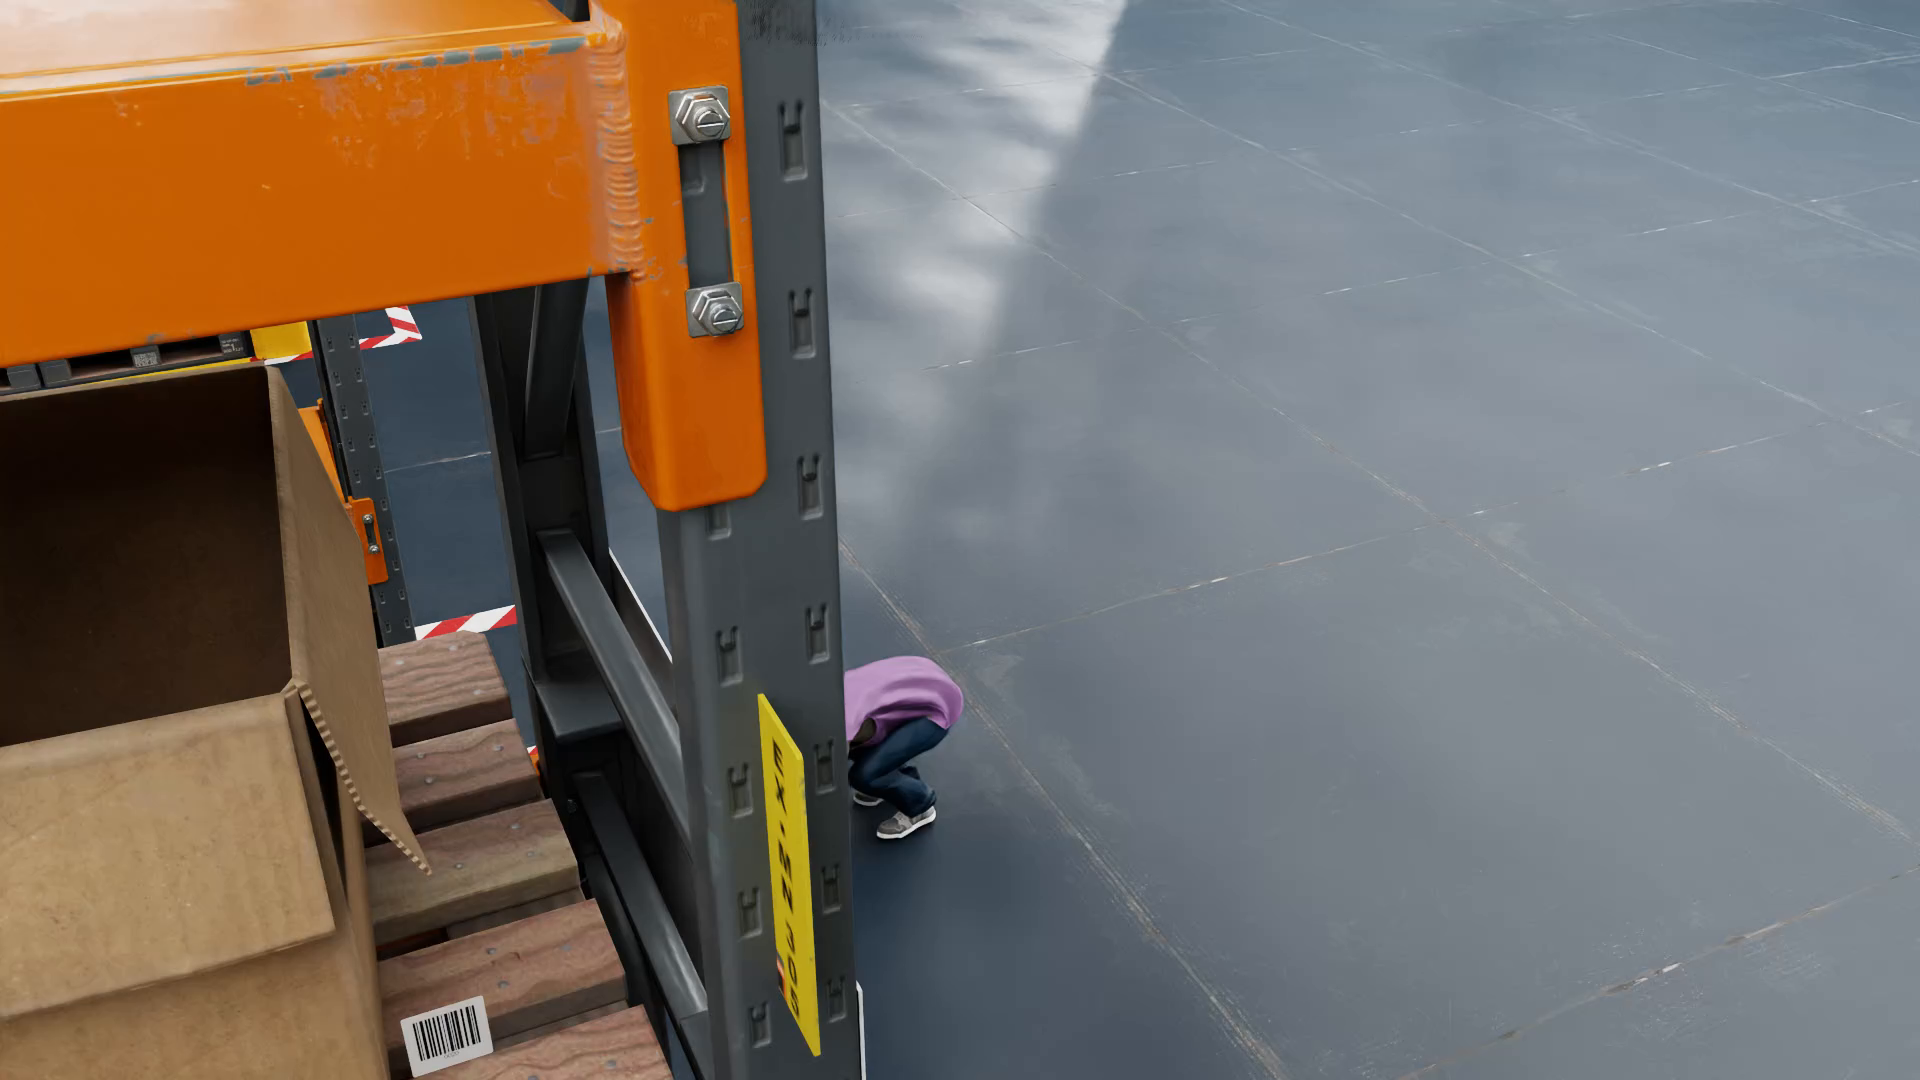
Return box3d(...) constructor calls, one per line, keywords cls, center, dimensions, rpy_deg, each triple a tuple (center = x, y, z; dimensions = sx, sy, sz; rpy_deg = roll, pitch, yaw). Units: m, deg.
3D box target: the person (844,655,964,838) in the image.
box3d(cls="person", center=(-0.396, 0.849, 6.572), dimensions=(0.873, 0.737, 0.421), rpy_deg=(-14, 33, -23))
